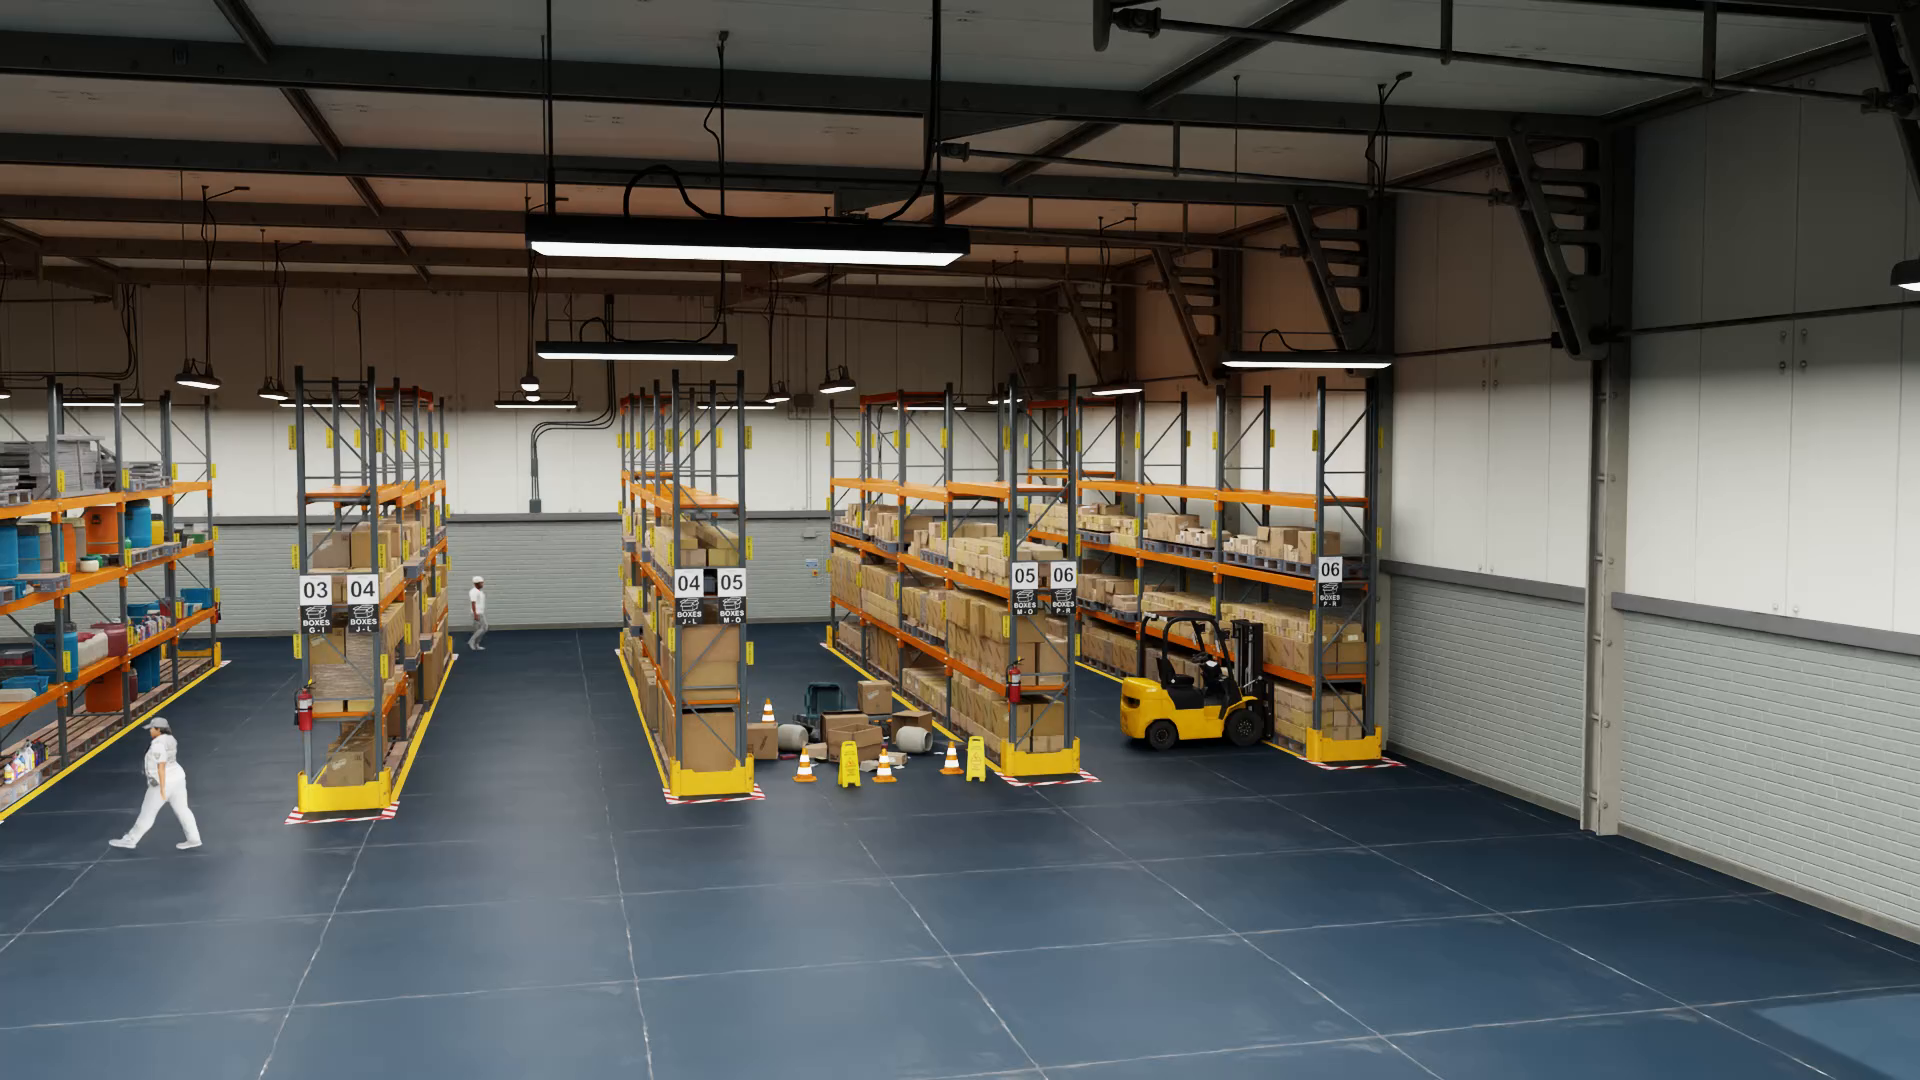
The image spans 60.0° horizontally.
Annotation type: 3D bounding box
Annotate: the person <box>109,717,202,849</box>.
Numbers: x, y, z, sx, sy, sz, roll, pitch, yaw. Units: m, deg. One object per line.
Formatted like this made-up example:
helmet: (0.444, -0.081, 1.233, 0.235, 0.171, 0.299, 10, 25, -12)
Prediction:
person: (-9.785, 2.965, 20.261, 0.998, 1.610, 0.524, 0, 3, 6)

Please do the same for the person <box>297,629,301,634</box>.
person: (-12.947, 2.230, 33.286, 0.538, 1.579, 0.691, 0, 3, -3)

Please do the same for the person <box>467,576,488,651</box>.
person: (-11.465, 1.748, 39.485, 0.475, 1.763, 0.606, -1, 4, -17)
